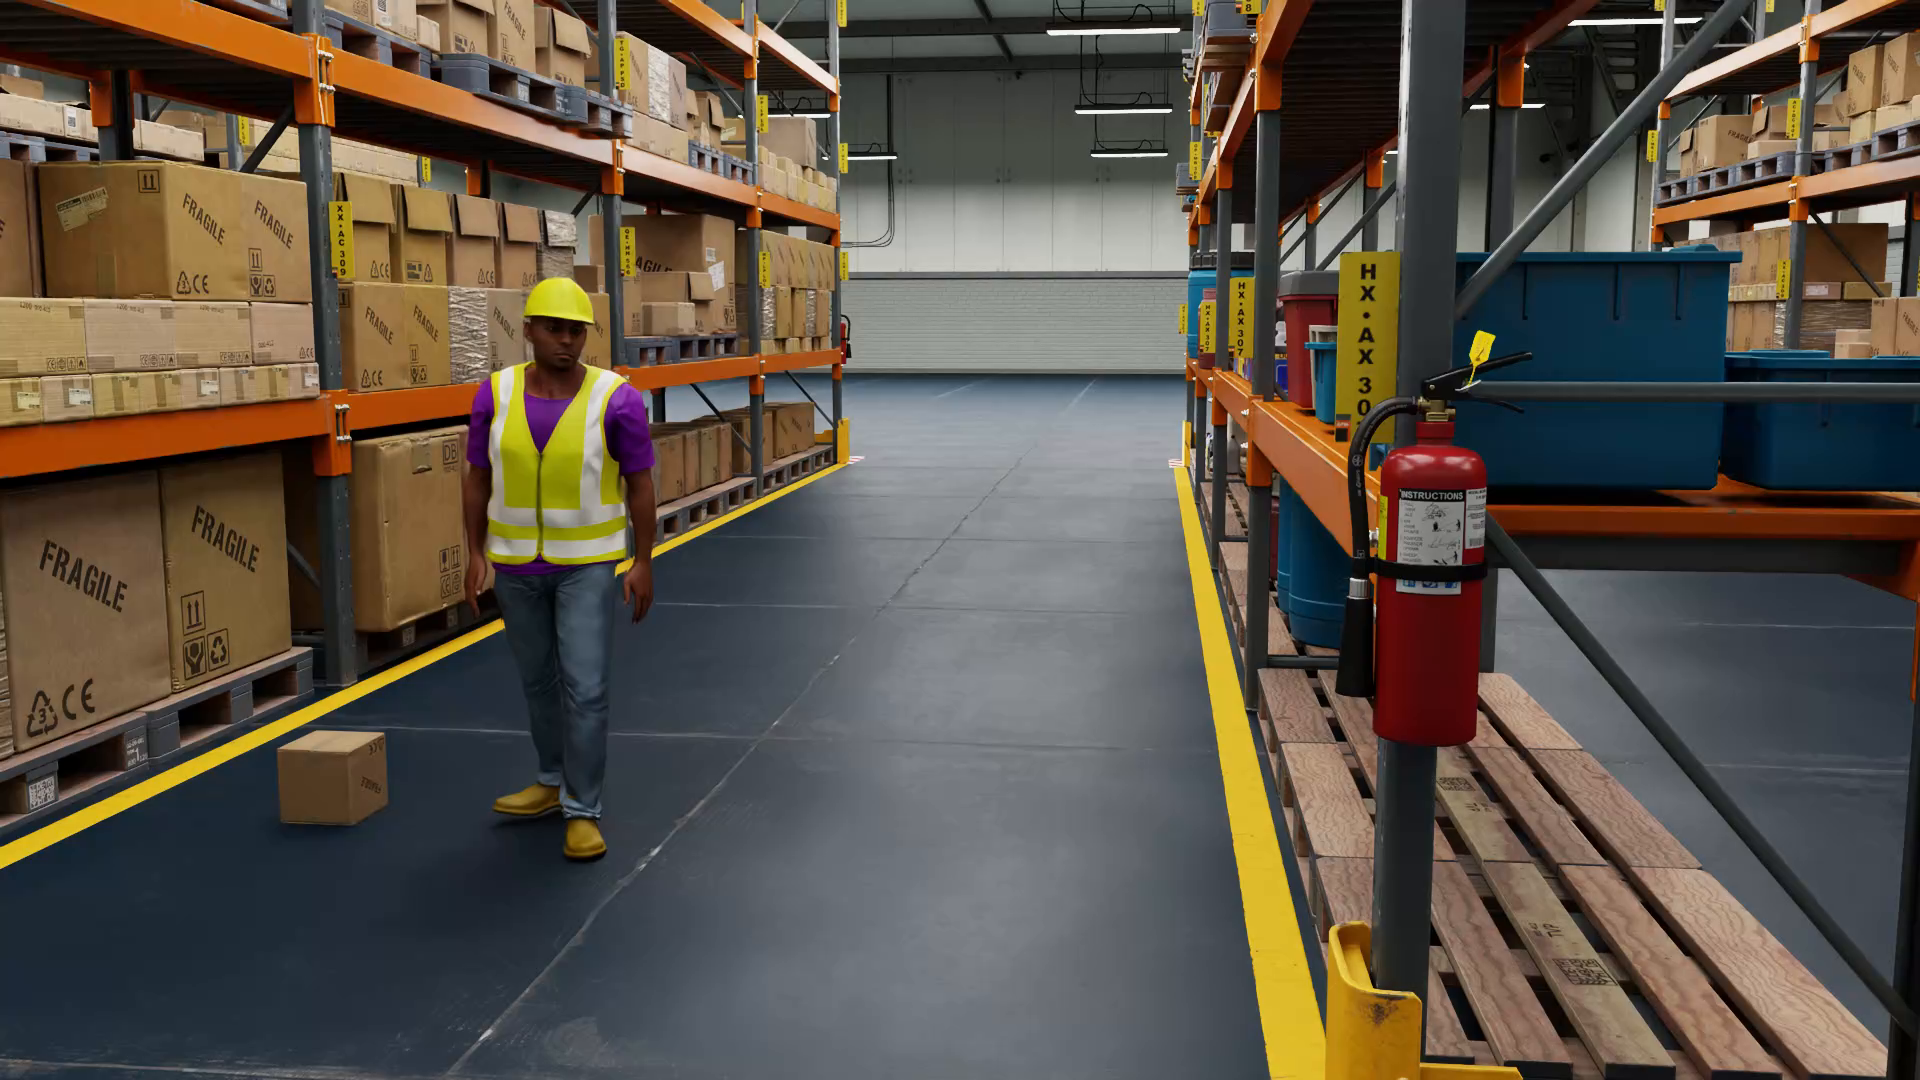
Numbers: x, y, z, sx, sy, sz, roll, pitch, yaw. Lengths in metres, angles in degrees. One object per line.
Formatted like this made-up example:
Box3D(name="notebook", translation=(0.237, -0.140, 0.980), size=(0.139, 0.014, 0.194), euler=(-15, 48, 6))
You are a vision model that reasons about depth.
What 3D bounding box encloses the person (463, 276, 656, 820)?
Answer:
Box3D(name="person", translation=(-1.243, 0.039, 5.206), size=(0.590, 1.693, 0.508), euler=(1, 8, 5))
